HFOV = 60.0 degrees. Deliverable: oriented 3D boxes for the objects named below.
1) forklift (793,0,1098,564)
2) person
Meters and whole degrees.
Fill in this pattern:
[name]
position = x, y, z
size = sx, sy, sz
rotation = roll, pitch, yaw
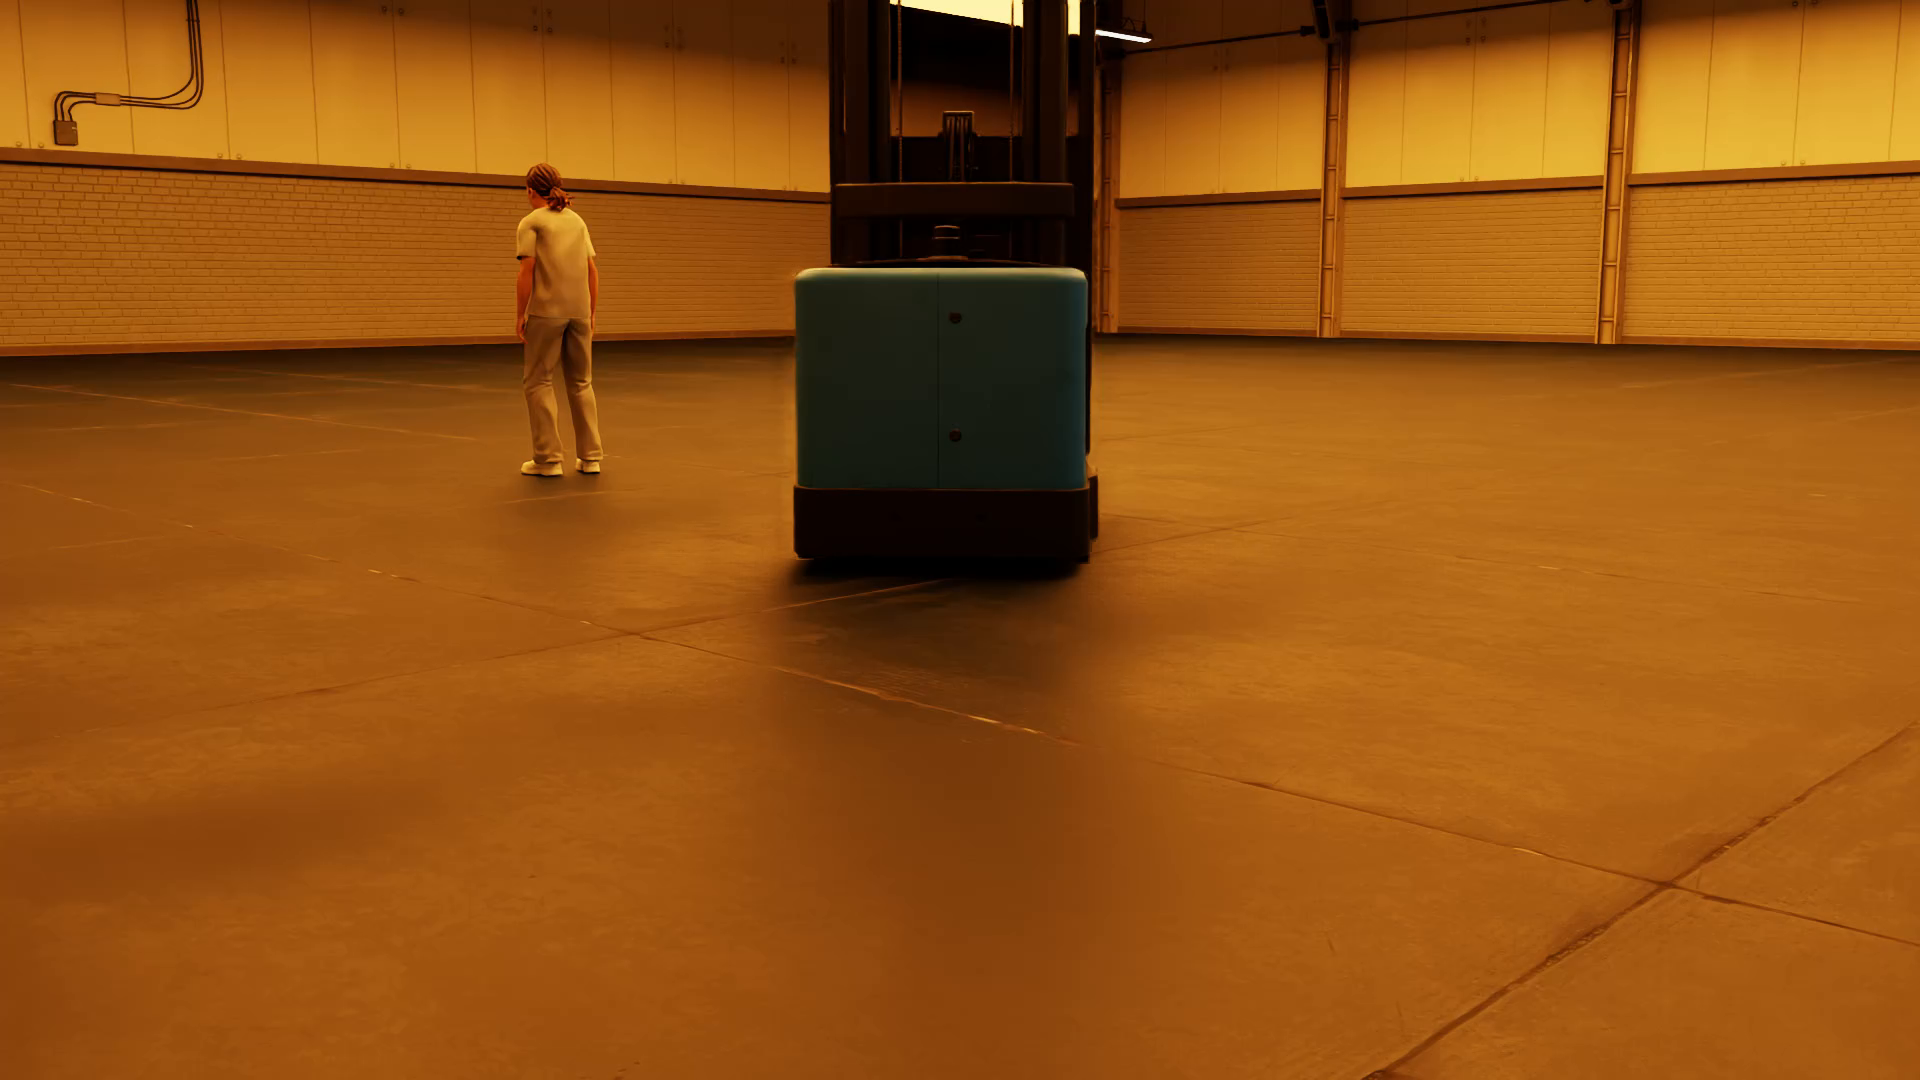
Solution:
[forklift]
position = 0.023, -1.542, 7.113
size = 1.130, 2.935, 3.031
rotation = 1, 9, 4
[person]
position = -2.186, -1.190, 9.011
size = 0.493, 1.672, 0.363
rotation = -8, 12, -42
